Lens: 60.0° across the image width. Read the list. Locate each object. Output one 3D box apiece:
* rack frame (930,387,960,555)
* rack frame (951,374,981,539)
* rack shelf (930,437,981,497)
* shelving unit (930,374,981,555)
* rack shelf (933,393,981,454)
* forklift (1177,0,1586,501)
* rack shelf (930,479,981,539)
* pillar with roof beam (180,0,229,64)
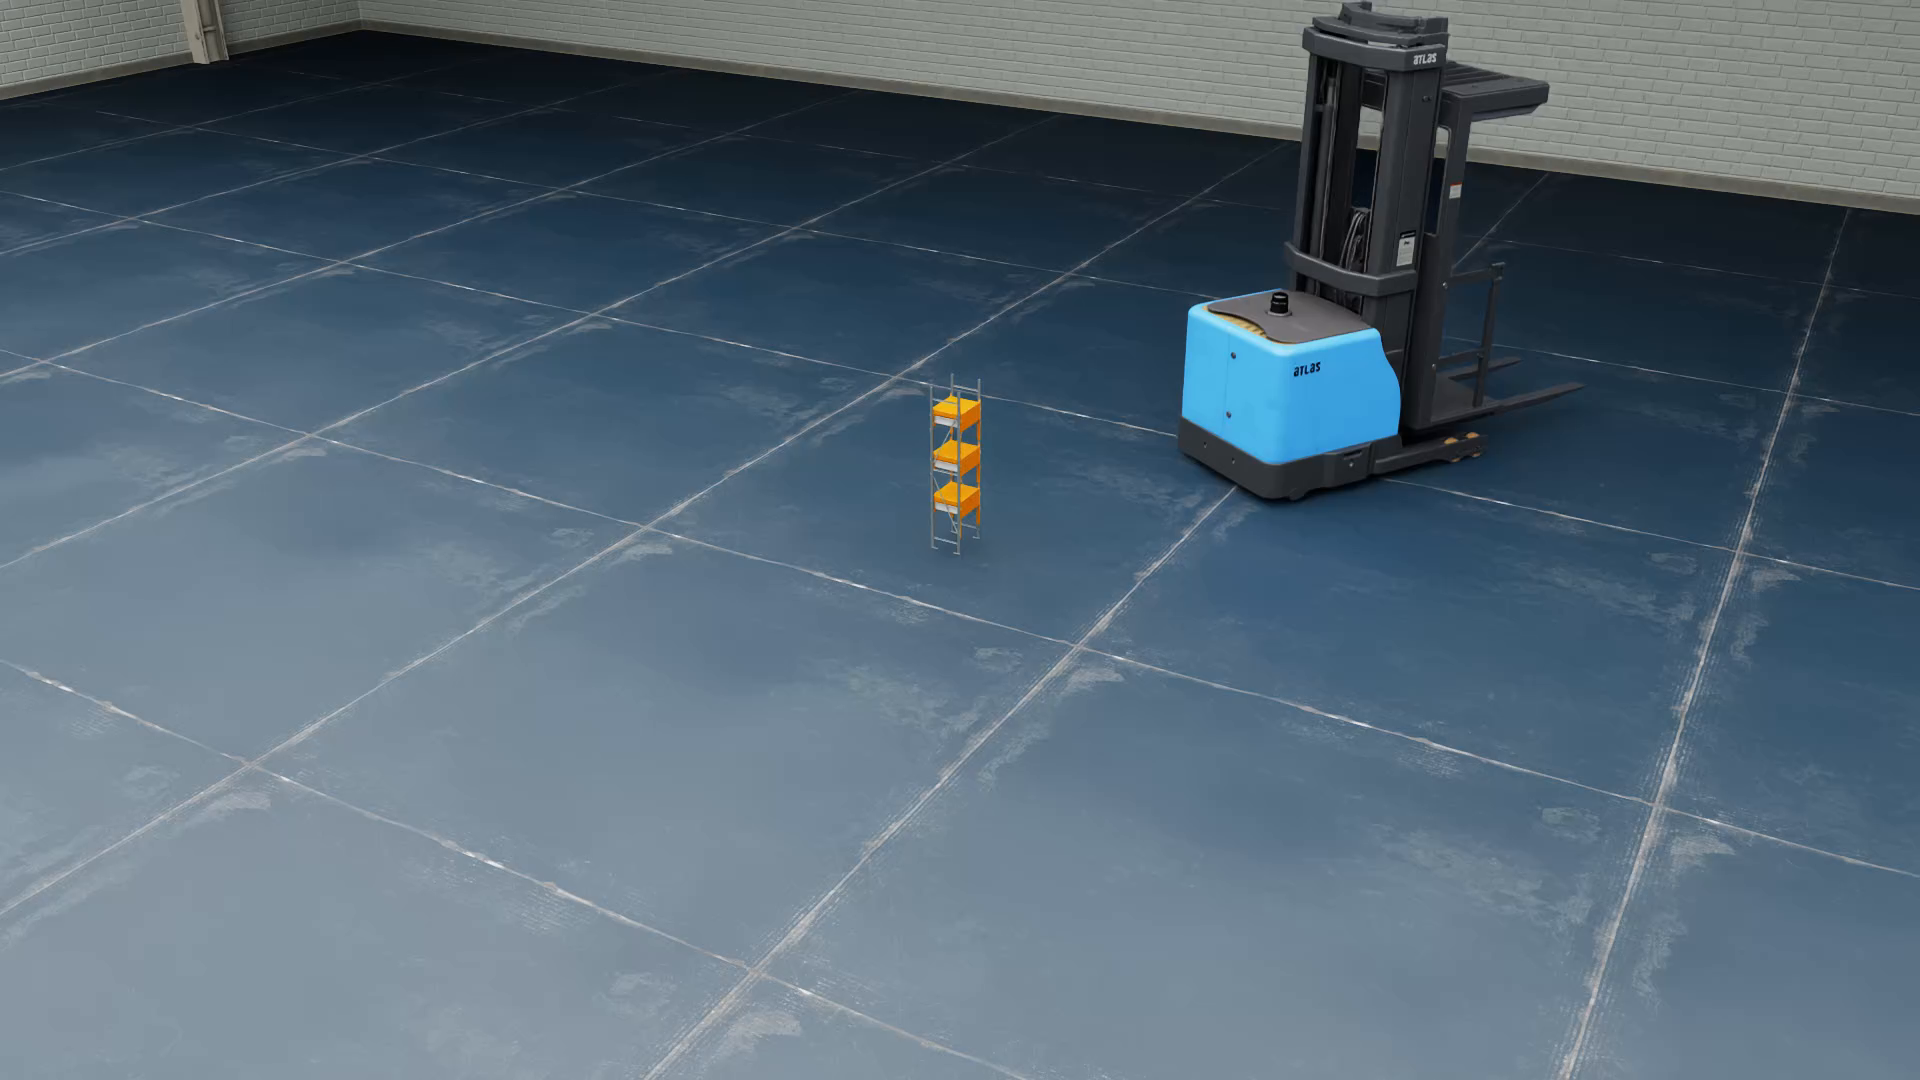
[{"bbox_3d":[-0.086,-0.401,9.878,0.200,1.050,0.008,14,30,26],"label":"rack frame"},{"bbox_3d":[0.034,-0.496,10.068,0.200,1.050,0.008,14,30,26],"label":"rack frame"},{"bbox_3d":[-0.026,-0.439,9.978,0.215,0.259,0.240,14,30,26],"label":"rack shelf"},{"bbox_3d":[-0.026,-0.449,9.973,0.215,1.050,0.252,14,30,26],"label":"shelving unit"},{"bbox_3d":[-0.026,-0.693,9.851,0.215,0.259,0.240,14,30,26],"label":"rack shelf"},{"bbox_3d":[3.026,-2.026,11.024,3.031,2.935,1.130,-14,30,-26],"label":"forklift"},{"bbox_3d":[-0.026,-0.191,10.102,0.215,0.259,0.240,14,30,26],"label":"rack shelf"},{"bbox_3d":[-7.132,-10.036,20.246,9.100,9.000,0.400,14,30,26],"label":"pillar with roof beam"}]
